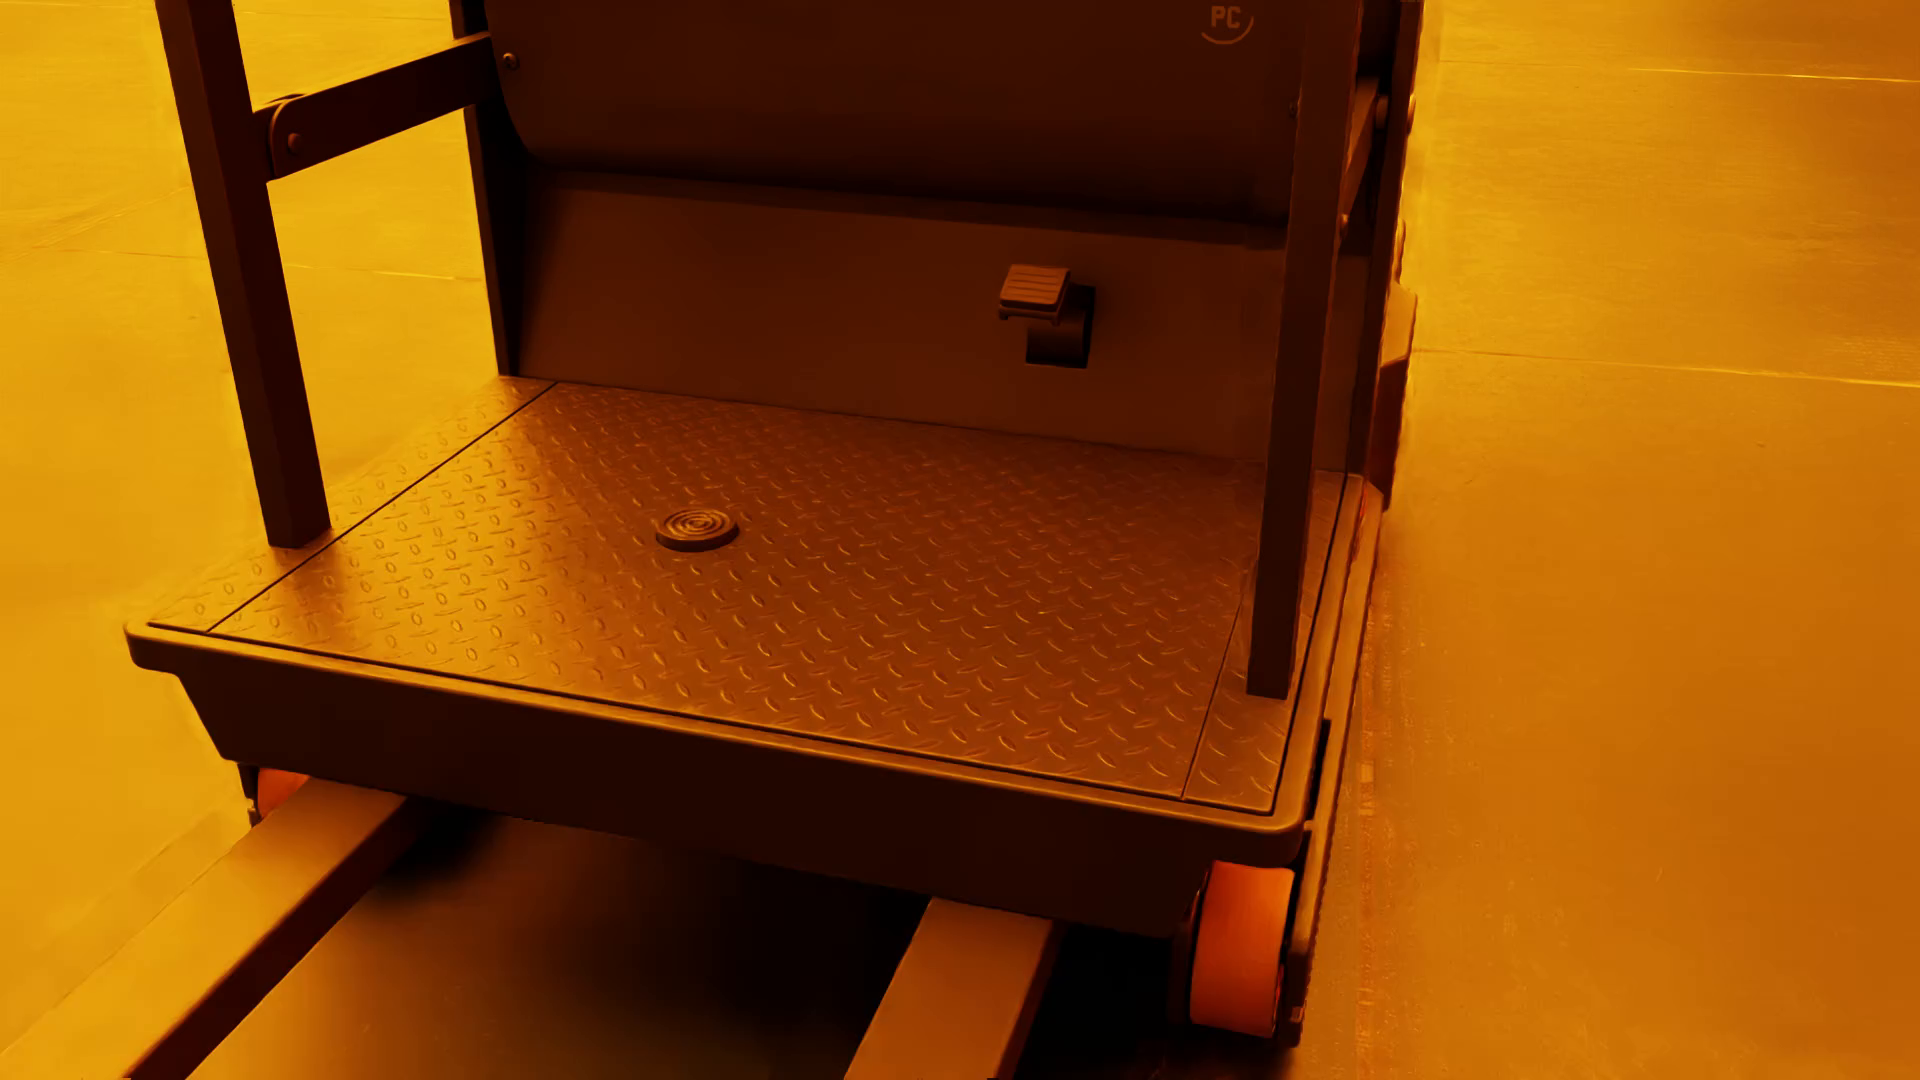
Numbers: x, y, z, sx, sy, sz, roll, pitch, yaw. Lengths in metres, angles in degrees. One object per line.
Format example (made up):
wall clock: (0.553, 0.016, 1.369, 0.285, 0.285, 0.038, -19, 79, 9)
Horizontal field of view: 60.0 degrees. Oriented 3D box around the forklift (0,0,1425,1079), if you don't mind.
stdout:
forklift: (-0.128, -1.040, 1.308, 1.130, 2.935, 3.031, 8, 28, 15)
